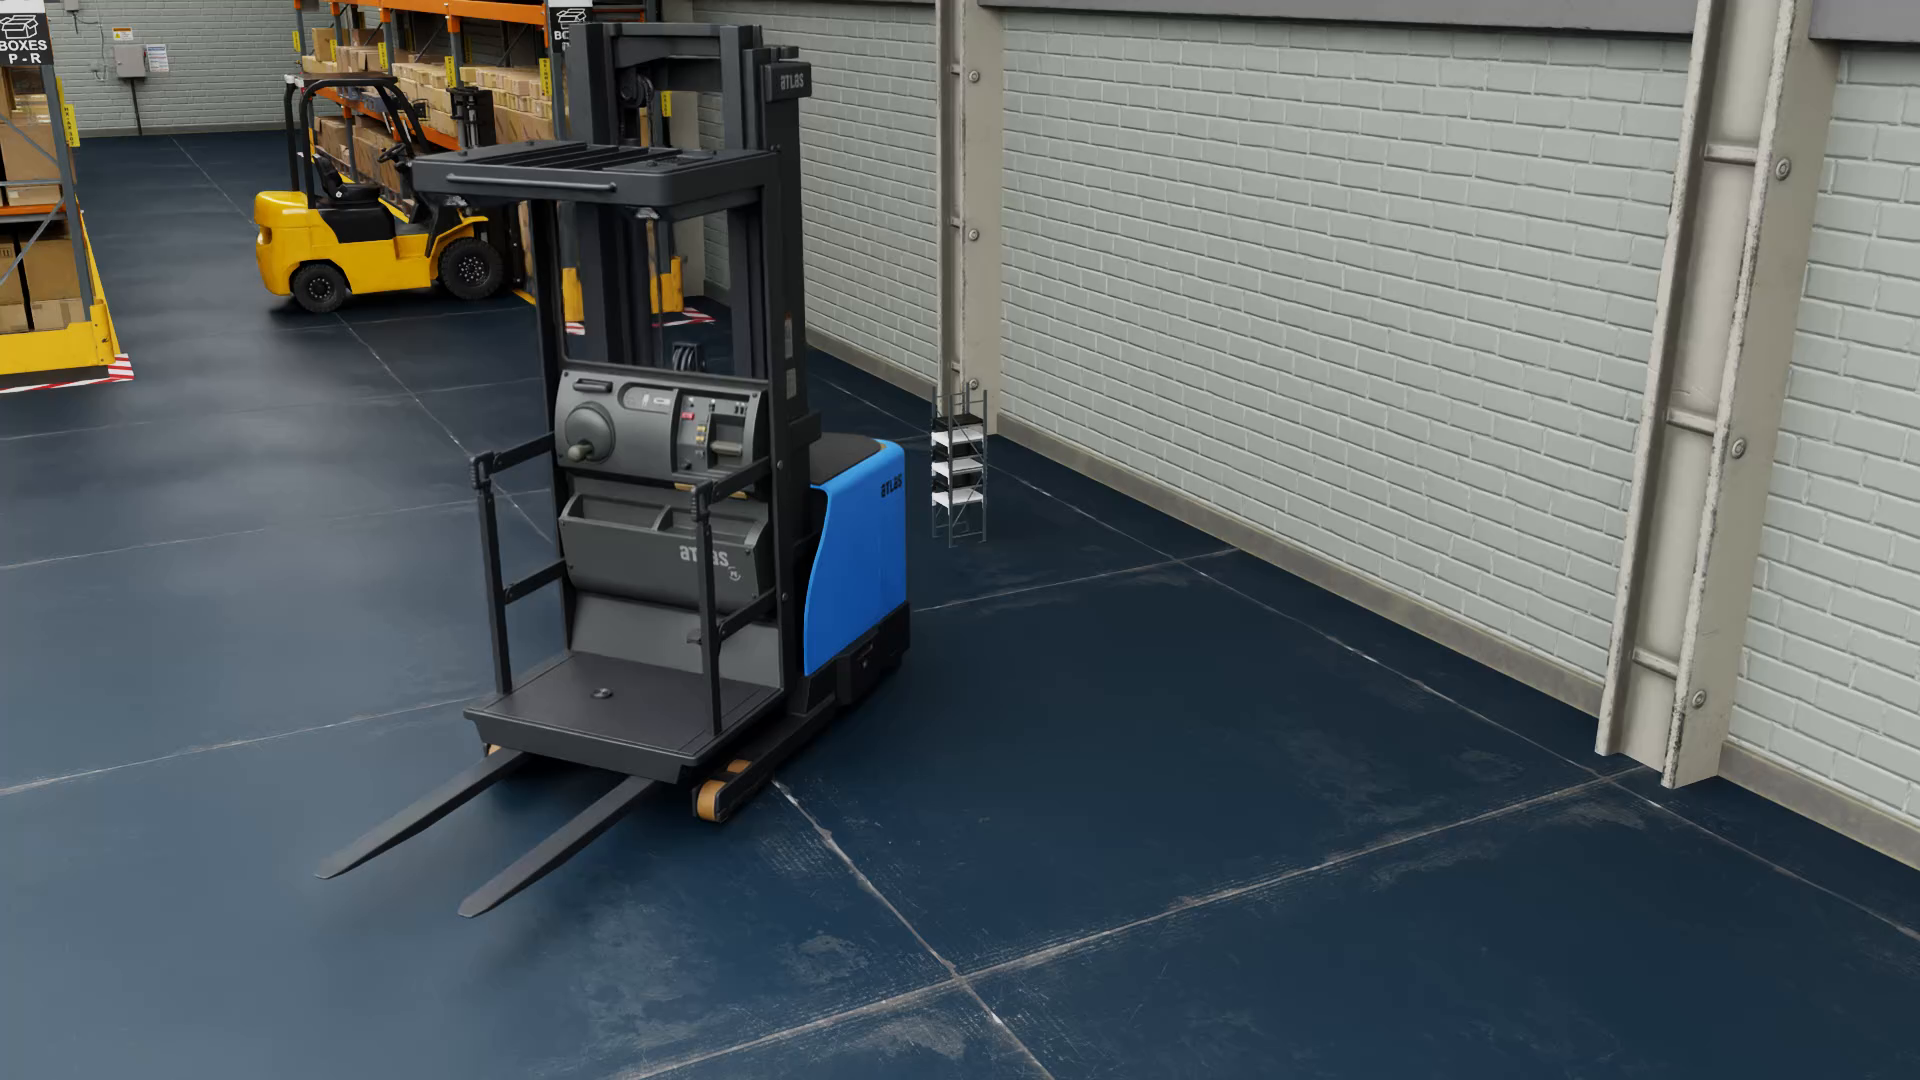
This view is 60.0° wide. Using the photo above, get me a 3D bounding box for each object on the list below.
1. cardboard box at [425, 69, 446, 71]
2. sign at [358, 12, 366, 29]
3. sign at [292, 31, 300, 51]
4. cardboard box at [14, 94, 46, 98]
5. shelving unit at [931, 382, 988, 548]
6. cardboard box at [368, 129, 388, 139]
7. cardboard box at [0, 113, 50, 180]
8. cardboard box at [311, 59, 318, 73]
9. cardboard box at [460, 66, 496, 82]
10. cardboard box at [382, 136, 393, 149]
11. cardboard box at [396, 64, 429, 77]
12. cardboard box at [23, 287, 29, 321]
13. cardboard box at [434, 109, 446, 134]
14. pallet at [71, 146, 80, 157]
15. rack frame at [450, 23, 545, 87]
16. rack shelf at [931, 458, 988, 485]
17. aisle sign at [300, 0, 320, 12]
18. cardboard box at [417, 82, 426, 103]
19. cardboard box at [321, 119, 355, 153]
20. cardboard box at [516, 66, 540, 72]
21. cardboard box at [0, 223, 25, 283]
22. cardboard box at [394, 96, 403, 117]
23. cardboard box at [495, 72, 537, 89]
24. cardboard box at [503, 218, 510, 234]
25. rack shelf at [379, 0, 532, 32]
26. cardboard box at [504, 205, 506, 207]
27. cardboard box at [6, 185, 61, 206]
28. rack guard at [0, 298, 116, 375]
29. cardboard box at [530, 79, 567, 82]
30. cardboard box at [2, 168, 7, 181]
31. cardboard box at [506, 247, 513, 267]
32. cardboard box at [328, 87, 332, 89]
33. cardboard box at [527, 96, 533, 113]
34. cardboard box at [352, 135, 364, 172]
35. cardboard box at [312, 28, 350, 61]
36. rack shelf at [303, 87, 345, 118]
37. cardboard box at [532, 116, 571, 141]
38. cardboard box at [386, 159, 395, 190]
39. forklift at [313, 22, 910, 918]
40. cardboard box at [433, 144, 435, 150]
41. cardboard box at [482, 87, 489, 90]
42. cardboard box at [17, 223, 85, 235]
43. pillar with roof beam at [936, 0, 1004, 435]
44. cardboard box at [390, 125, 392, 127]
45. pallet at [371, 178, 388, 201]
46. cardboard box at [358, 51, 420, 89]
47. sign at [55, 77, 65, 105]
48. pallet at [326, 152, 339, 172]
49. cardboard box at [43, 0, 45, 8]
[{"bbox_3d":[-6.324,-5.682,20.351,0.380,0.149,0.250,-10,21,-27],"label":"cardboard box"},{"bbox_3d":[-10.348,-8.967,28.759,0.100,0.325,0.005,-10,21,-27],"label":"sign"},{"bbox_3d":[-11.323,-8.515,28.383,0.100,0.325,0.005,-10,21,-27],"label":"sign"},{"bbox_3d":[-9.084,-4.074,16.230,0.500,0.500,0.500,-11,22,-28],"label":"cardboard box"},{"bbox_3d":[-0.004,-0.428,9.491,0.258,0.900,0.210,-10,21,-27],"label":"shelving unit"},{"bbox_3d":[-8.537,-6.005,24.629,0.380,0.149,0.250,-10,22,-28],"label":"cardboard box"},{"bbox_3d":[-7.844,-3.342,14.109,0.500,0.500,0.500,-9,21,-25],"label":"cardboard box"},{"bbox_3d":[-10.384,-7.798,27.405,0.500,0.250,0.500,-10,22,-28],"label":"cardboard box"},{"bbox_3d":[-5.257,-5.102,18.215,0.380,0.149,0.250,-10,21,-26],"label":"cardboard box"},{"bbox_3d":[-7.952,-5.630,23.542,0.380,0.149,0.250,-10,22,-27],"label":"cardboard box"},{"bbox_3d":[-7.027,-6.034,21.371,0.380,0.149,0.250,-9,21,-25],"label":"cardboard box"},{"bbox_3d":[-8.474,-2.066,14.592,0.500,0.250,0.500,-10,21,-26],"label":"cardboard box"},{"bbox_3d":[-5.861,-4.922,19.526,0.500,0.250,0.500,-10,21,-27],"label":"cardboard box"},{"bbox_3d":[-9.749,-4.126,17.286,1.003,0.211,1.213,-10,21,-27],"label":"pallet"},{"bbox_3d":[-5.148,-4.745,18.784,1.000,3.000,0.127,-10,21,-27],"label":"rack frame"},{"bbox_3d":[-0.004,-0.396,9.502,0.258,0.077,0.200,-10,21,-27],"label":"rack shelf"},{"bbox_3d":[-11.137,-9.393,28.268,0.394,0.787,0.004,-10,21,-27],"label":"aisle sign"},{"bbox_3d":[-6.317,-5.454,20.302,0.500,0.250,0.500,-10,21,-26],"label":"cardboard box"},{"bbox_3d":[-10.267,-6.765,27.827,0.700,0.500,0.500,-9,21,-24],"label":"cardboard box"},{"bbox_3d":[-4.647,-5.116,18.256,0.380,0.149,0.250,-11,22,-28],"label":"cardboard box"},{"bbox_3d":[-8.709,-2.565,14.888,0.500,0.500,0.500,-11,22,-28],"label":"cardboard box"},{"bbox_3d":[-7.051,-5.657,21.658,0.500,0.250,0.500,-10,21,-26],"label":"cardboard box"},{"bbox_3d":[-4.576,-4.745,17.179,0.380,0.149,0.250,-10,21,-27],"label":"cardboard box"},{"bbox_3d":[-4.481,-3.258,17.280,0.500,0.250,0.500,-10,21,-27],"label":"cardboard box"},{"bbox_3d":[-6.097,-6.397,20.076,1.077,0.370,4.000,-10,21,-27],"label":"rack shelf"},{"bbox_3d":[-4.471,-3.488,17.179,0.500,0.250,0.500,-10,22,-28],"label":"cardboard box"},{"bbox_3d":[-7.594,-2.838,13.642,0.380,0.149,0.250,-10,21,-26],"label":"cardboard box"},{"bbox_3d":[-7.651,-1.667,13.696,1.175,0.500,0.348,-10,21,-27],"label":"rack guard"},{"bbox_3d":[-3.949,-4.381,16.127,0.380,0.149,0.250,-10,21,-26],"label":"cardboard box"},{"bbox_3d":[-8.689,-3.224,14.762,0.380,0.149,0.250,-10,21,-27],"label":"cardboard box"},{"bbox_3d":[-4.473,-3.016,17.346,0.500,0.250,0.500,-9,21,-25],"label":"cardboard box"},{"bbox_3d":[-9.854,-7.266,26.475,0.380,0.149,0.250,-10,22,-27],"label":"cardboard box"},{"bbox_3d":[-3.984,-4.233,16.151,0.380,0.149,0.250,-10,21,-27],"label":"cardboard box"},{"bbox_3d":[-8.915,-5.885,25.276,0.500,0.500,0.500,-9,21,-24],"label":"cardboard box"},{"bbox_3d":[-10.155,-8.012,26.875,0.500,0.500,0.500,-9,21,-25],"label":"cardboard box"},{"bbox_3d":[-9.896,-7.276,27.221,1.077,0.370,4.000,-10,21,-27],"label":"rack shelf"},{"bbox_3d":[-3.713,-3.745,15.732,0.500,0.500,0.500,-11,22,-28],"label":"cardboard box"},{"bbox_3d":[-7.665,-5.144,23.128,0.500,0.500,0.500,-10,22,-27],"label":"cardboard box"},{"bbox_3d":[-1.290,-0.446,6.431,1.130,2.935,3.031,8,21,22],"label":"forklift"},{"bbox_3d":[-7.123,-5.495,23.152,0.380,0.149,0.250,-9,21,-25],"label":"cardboard box"},{"bbox_3d":[-4.780,-4.664,17.403,0.380,0.149,0.250,-10,22,-27],"label":"cardboard box"},{"bbox_3d":[-8.018,-2.511,14.731,0.500,0.500,0.500,-11,22,-29],"label":"cardboard box"},{"bbox_3d":[-3.725,-4.383,8.538,9.100,9.000,0.400,-10,21,-27],"label":"pillar with roof beam"},{"bbox_3d":[-8.518,-6.304,25.496,0.380,0.149,0.250,-11,22,-29],"label":"cardboard box"},{"bbox_3d":[-7.944,-5.145,24.219,1.003,0.211,1.213,-10,21,-27],"label":"pallet"},{"bbox_3d":[-7.985,-6.581,23.302,0.797,0.503,0.637,-11,22,-28],"label":"cardboard box"},{"bbox_3d":[-9.040,-4.471,16.662,0.100,0.325,0.005,-10,21,-27],"label":"sign"},{"bbox_3d":[-9.855,-6.271,27.483,1.003,0.211,1.213,-10,21,-27],"label":"pallet"},{"bbox_3d":[-7.486,-4.272,13.199,0.380,0.149,0.250,-10,21,-27],"label":"cardboard box"}]
